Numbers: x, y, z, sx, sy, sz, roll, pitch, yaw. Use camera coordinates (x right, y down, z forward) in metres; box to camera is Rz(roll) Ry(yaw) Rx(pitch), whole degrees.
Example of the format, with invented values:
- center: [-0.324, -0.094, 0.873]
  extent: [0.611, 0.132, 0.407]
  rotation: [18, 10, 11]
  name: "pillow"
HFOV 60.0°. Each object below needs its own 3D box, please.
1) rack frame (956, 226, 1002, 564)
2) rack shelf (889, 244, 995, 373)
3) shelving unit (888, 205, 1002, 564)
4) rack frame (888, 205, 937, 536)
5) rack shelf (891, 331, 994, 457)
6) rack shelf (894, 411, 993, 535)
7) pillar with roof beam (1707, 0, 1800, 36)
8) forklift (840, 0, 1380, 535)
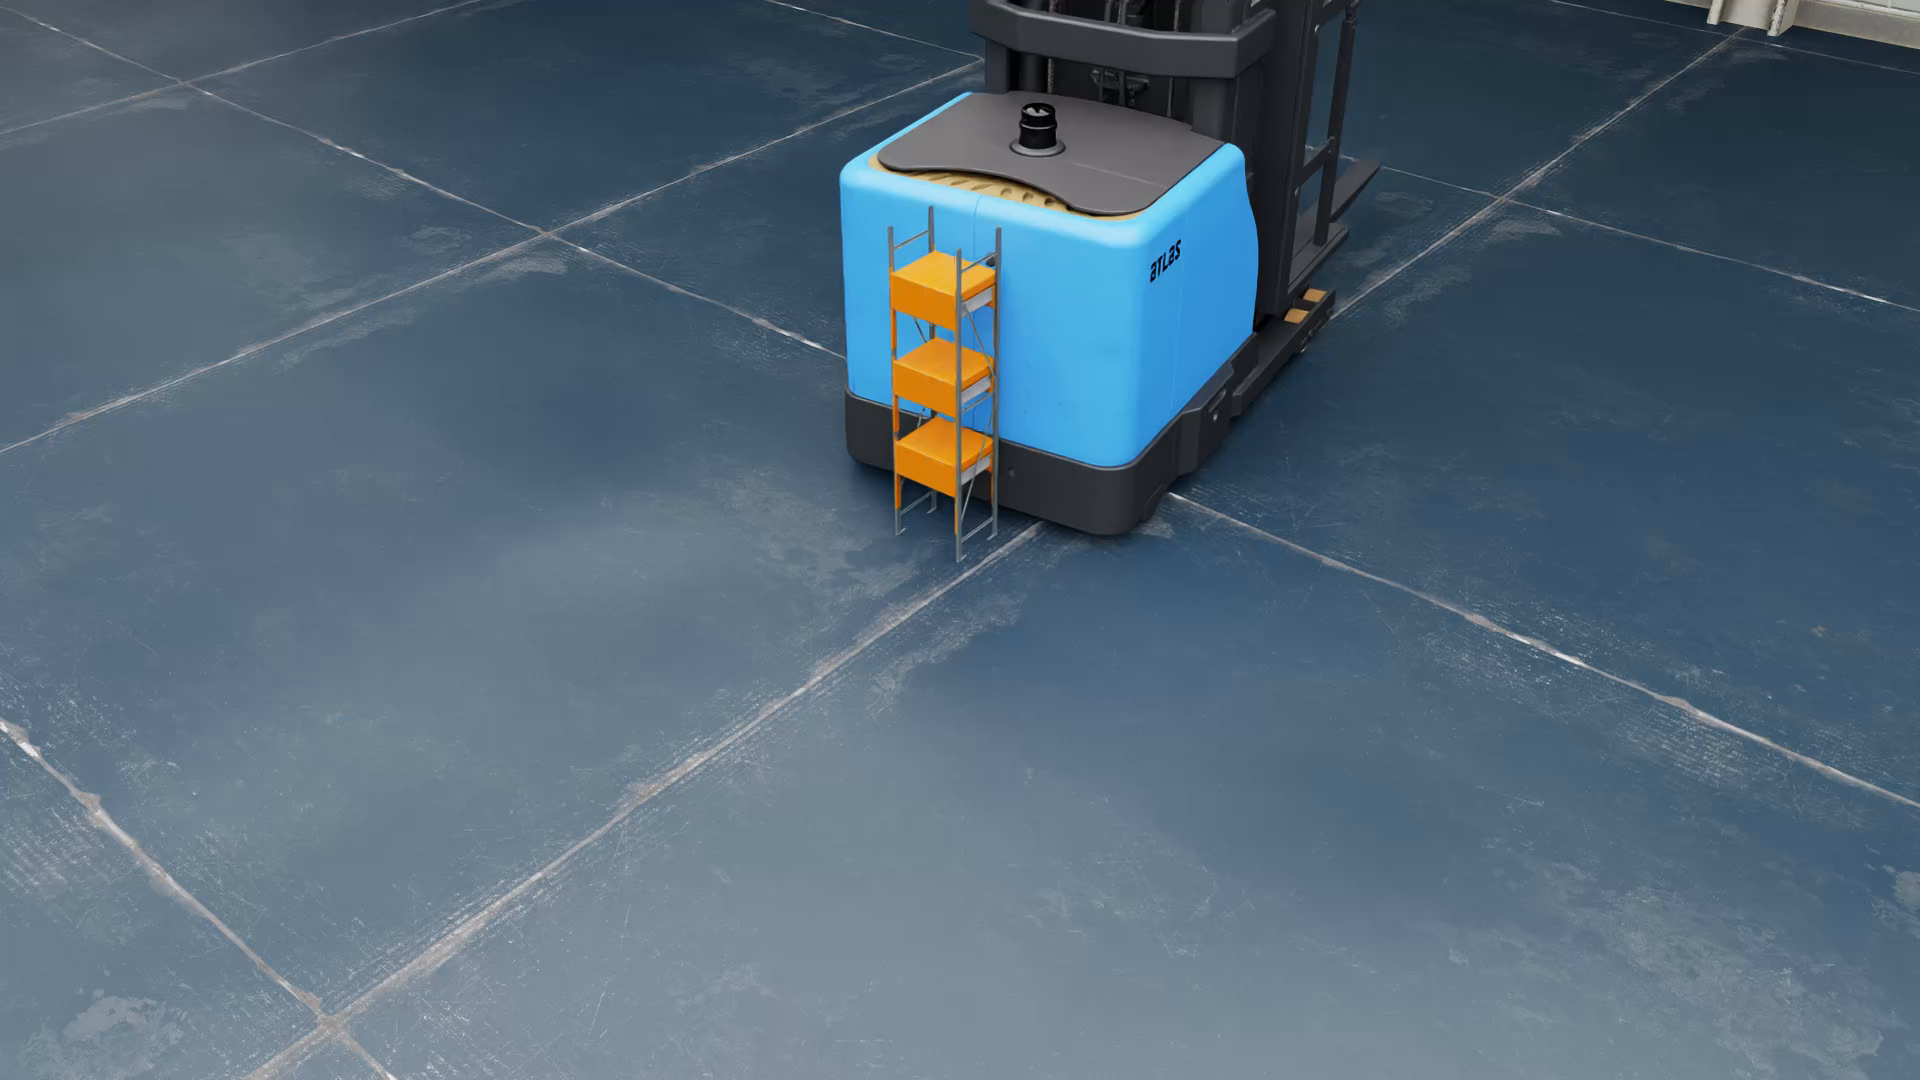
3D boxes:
- center: [0.053, -0.406, 4.913]
  extent: [0.008, 1.050, 0.200]
  rotation: [24, 41, 30]
  name: "rack frame"
- center: [-0.043, -0.673, 4.820]
  extent: [0.240, 0.259, 0.215]
  rotation: [24, 41, 30]
  name: "rack shelf"
- center: [-0.043, -0.448, 4.975]
  extent: [0.252, 1.050, 0.215]
  rotation: [24, 41, 30]
  name: "shelving unit"
- center: [-0.140, -0.490, 5.037]
  extent: [0.008, 1.050, 0.200]
  rotation: [24, 41, 30]
  name: "rack frame"
- center: [-0.043, -0.439, 4.981]
  extent: [0.240, 0.259, 0.215]
  rotation: [24, 41, 30]
  name: "rack shelf"
- center: [-0.043, -0.210, 5.138]
  extent: [0.240, 0.259, 0.215]
  rotation: [24, 41, 30]
  name: "rack shelf"
- center: [1.804, -4.818, 4.317]
  extent: [0.400, 9.000, 9.100]
  rotation: [25, 42, 32]
  name: "pillar with roof beam"
- center: [0.790, -2.032, 5.620]
  extent: [1.130, 2.935, 3.031]
  rotation: [18, 38, 24]
  name: "forklift"
